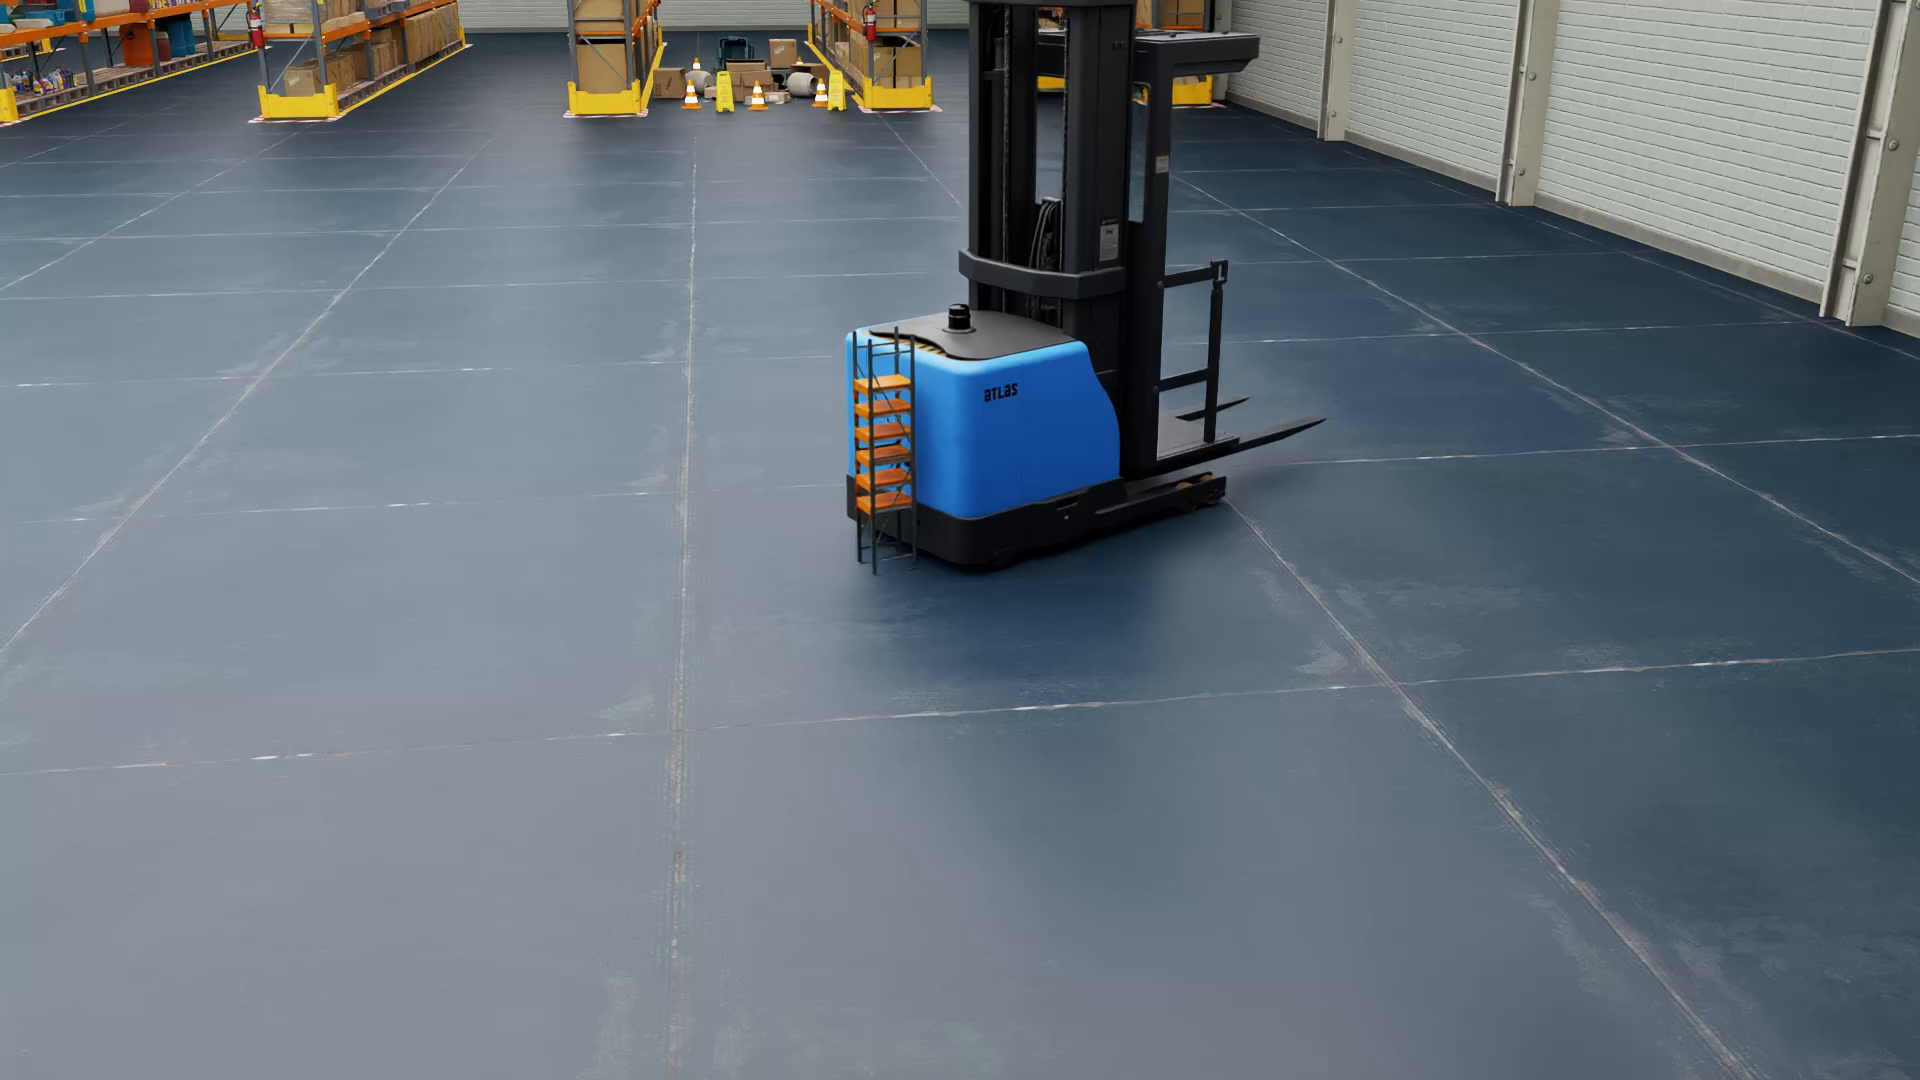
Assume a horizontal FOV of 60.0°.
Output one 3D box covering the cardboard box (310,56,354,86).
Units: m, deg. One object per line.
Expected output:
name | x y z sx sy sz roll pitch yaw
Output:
cardboard box | -11.342 -8.455 30.039 0.500 0.500 0.500 4 21 9

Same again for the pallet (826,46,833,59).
pallet | -2.611 -11.468 39.118 1.003 0.211 1.213 -3 21 -8

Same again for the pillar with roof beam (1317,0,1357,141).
pillar with roof beam | 1.240 -9.937 22.459 9.100 9.000 0.400 -3 21 -8

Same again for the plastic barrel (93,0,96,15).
plastic barrel | -16.273 -9.924 30.805 0.433 0.535 0.433 0 20 0

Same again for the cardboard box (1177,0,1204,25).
cardboard box | 4.047 -9.366 29.364 0.500 0.500 0.500 -2 21 -6

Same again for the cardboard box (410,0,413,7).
cardboard box | -11.905 -11.560 35.237 0.500 0.500 0.500 -3 21 -9

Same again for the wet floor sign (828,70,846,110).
wet floor sign | -2.099 -7.660 28.302 0.267 0.644 0.232 4 21 11

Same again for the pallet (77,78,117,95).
pallet | -16.503 -8.481 31.123 1.003 0.211 1.213 -3 21 -8

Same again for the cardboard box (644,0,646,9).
cardboard box | -6.703 -11.099 34.004 0.500 0.500 0.500 -3 21 -8

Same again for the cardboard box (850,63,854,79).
cardboard box | -1.826 -8.958 31.743 0.500 0.250 0.500 -4 21 -10

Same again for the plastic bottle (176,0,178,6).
plastic bottle | -16.906 -11.608 35.792 0.097 0.201 0.097 0 20 0

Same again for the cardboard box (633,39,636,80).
cardboard box | -6.506 -8.963 30.863 0.875 0.875 0.875 -3 21 -7

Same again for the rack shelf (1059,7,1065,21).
rack shelf | 2.979 -10.875 34.573 1.077 0.370 4.000 -3 21 -8

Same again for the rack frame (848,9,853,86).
rack frame | -1.644 -10.267 31.919 1.000 3.000 0.127 -3 21 -8

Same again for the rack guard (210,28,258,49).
rack guard | -18.098 -12.509 41.494 1.175 0.500 0.348 -3 21 -8

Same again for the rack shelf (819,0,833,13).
rack shelf | -2.509 -12.008 37.607 1.077 0.370 4.000 -3 21 -8

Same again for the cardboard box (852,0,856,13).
cardboard box | -1.701 -9.940 30.475 0.500 0.500 0.500 -3 21 -8

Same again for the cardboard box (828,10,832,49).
cardboard box | -2.629 -12.028 39.070 0.875 0.875 0.875 -2 21 -6

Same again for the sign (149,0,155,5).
sign | -16.385 -11.009 33.672 0.100 0.325 0.005 -3 21 -8

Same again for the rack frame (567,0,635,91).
rack frame | -5.951 -8.598 27.449 1.000 3.000 0.127 -3 21 -8

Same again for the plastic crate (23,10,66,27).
plastic crate | -15.923 -9.079 28.949 0.499 0.251 0.616 -3 21 -8

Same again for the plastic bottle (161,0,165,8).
plastic bottle | -16.745 -11.303 34.859 0.061 0.283 0.133 -3 21 -8

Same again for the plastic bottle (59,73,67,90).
plastic bottle | -15.881 -8.122 29.429 0.061 0.283 0.133 -2 21 -4

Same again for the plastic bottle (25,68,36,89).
plastic bottle | -16.503 -8.190 29.514 0.144 0.351 0.185 -3 21 -8

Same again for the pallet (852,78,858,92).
pallet | -1.512 -8.730 31.789 1.003 0.211 1.213 -3 21 -8

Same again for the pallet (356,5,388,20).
pallet | -11.417 -9.950 31.343 1.003 0.211 1.213 -3 21 -8

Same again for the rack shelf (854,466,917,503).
rack shelf | -0.367 -0.274 8.205 0.258 0.103 0.180 -10 23 -25

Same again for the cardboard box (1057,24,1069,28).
cardboard box | 2.369 -11.392 36.975 0.380 0.149 0.250 -4 21 -10

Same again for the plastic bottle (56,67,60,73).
plastic bottle | -16.116 -8.267 29.721 0.144 0.351 0.185 -3 21 -8

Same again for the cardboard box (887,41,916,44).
cardboard box | -1.058 -8.799 30.245 0.500 0.500 0.500 -3 21 -7

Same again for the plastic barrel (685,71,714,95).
plastic barrel | -4.846 -8.460 30.763 0.512 0.421 0.421 12 24 30

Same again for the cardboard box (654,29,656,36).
cardboard box | -7.649 -12.428 40.752 0.380 0.149 0.250 -3 21 -7

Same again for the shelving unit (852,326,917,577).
shelving unit | -0.367 -0.428 8.148 0.258 1.200 0.189 -10 23 -25

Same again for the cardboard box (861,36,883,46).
cardboard box | -1.560 -8.834 29.413 0.380 0.149 0.250 -2 21 -6

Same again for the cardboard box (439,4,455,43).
cardboard box | -12.878 -12.591 40.577 0.875 0.875 0.875 -3 21 -8

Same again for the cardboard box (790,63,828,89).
cardboard box | -2.836 -8.658 31.179 0.500 0.500 0.500 12 24 29

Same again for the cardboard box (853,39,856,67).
cardboard box | -1.737 -9.125 31.118 0.500 0.500 0.500 -2 21 -6

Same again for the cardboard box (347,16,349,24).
cardboard box | -10.997 -9.155 29.300 0.380 0.149 0.250 -3 21 -8

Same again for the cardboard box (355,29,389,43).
cardboard box | -11.814 -10.125 33.411 0.500 0.250 0.500 -1 20 -2

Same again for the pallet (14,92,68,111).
pallet | -16.117 -7.554 28.638 1.003 0.211 1.213 -3 21 -8

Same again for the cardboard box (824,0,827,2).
cardboard box | -2.798 -12.270 37.497 0.500 0.250 0.500 -3 21 -9

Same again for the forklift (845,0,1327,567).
forklift | 0.848 -1.648 8.940 3.031 2.935 1.130 -17 26 -37

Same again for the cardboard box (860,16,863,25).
cardboard box | -1.562 -9.143 29.268 0.380 0.149 0.250 -3 21 -7

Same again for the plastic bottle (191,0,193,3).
plastic bottle | -17.050 -12.035 36.819 0.061 0.283 0.133 -3 21 -8

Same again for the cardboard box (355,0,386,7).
cardboard box | -11.426 -10.527 31.158 1.000 1.000 1.000 -3 21 -7

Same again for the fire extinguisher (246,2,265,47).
fire extinguisher | -11.313 -8.284 26.718 0.296 0.674 0.183 -3 21 -8

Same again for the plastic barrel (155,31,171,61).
plastic barrel | -17.178 -10.529 35.467 0.600 0.588 0.708 -3 21 -8

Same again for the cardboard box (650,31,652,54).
cardboard box | -7.182 -11.179 37.333 0.500 0.500 0.500 -3 21 -9

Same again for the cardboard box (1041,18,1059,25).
cardboard box | 2.120 -12.206 39.156 0.380 0.149 0.250 -3 21 -9

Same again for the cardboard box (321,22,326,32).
cardboard box | -10.696 -8.463 27.448 0.380 0.149 0.250 -3 21 -8

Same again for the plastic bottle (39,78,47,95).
plastic bottle | -15.743 -7.789 28.538 0.061 0.283 0.133 -3 21 -7

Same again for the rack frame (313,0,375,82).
rack frame | -11.450 -9.768 30.581 1.000 3.000 0.127 -3 21 -8
